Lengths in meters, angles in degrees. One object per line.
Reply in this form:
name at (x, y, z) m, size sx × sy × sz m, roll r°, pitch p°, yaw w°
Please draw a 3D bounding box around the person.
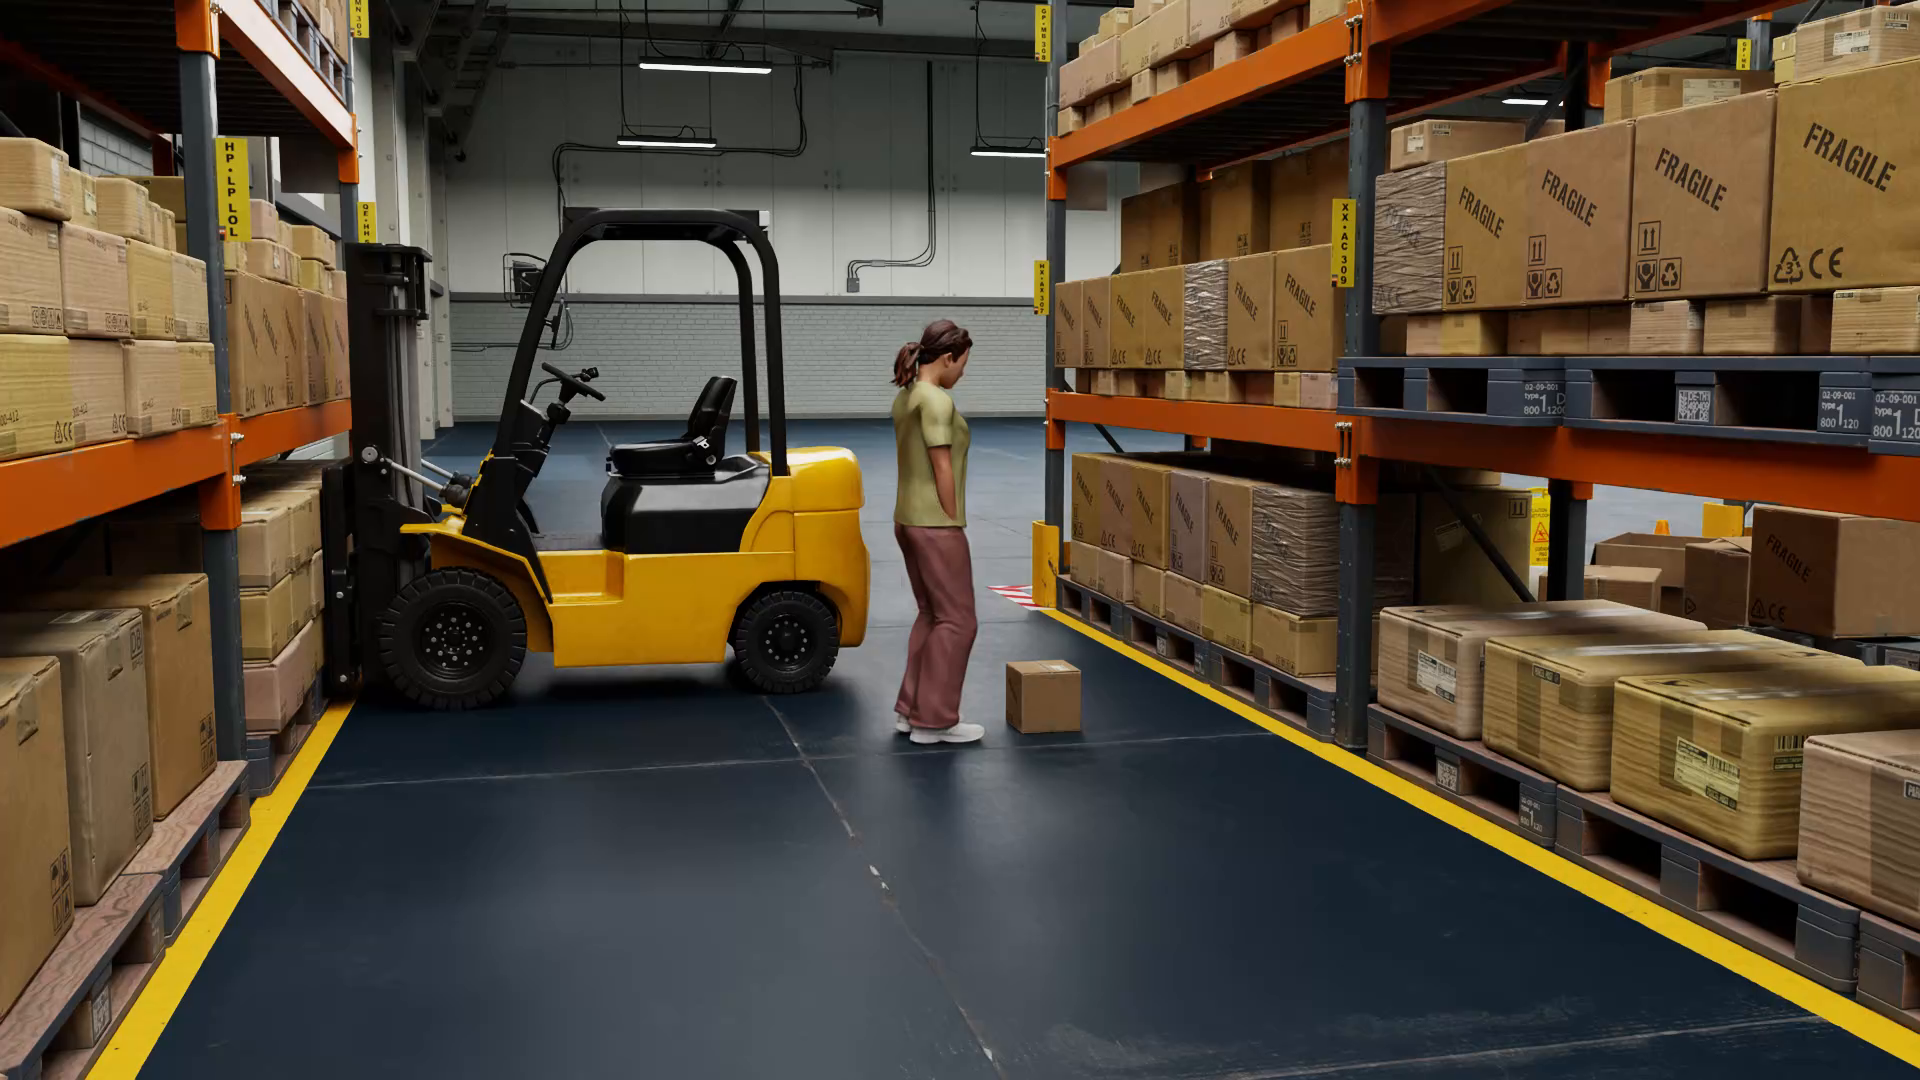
person at (-0.108, -0.038, 6.599) m, size 0.356 × 1.663 × 0.455 m, roll -2°, pitch 7°, yaw -20°
